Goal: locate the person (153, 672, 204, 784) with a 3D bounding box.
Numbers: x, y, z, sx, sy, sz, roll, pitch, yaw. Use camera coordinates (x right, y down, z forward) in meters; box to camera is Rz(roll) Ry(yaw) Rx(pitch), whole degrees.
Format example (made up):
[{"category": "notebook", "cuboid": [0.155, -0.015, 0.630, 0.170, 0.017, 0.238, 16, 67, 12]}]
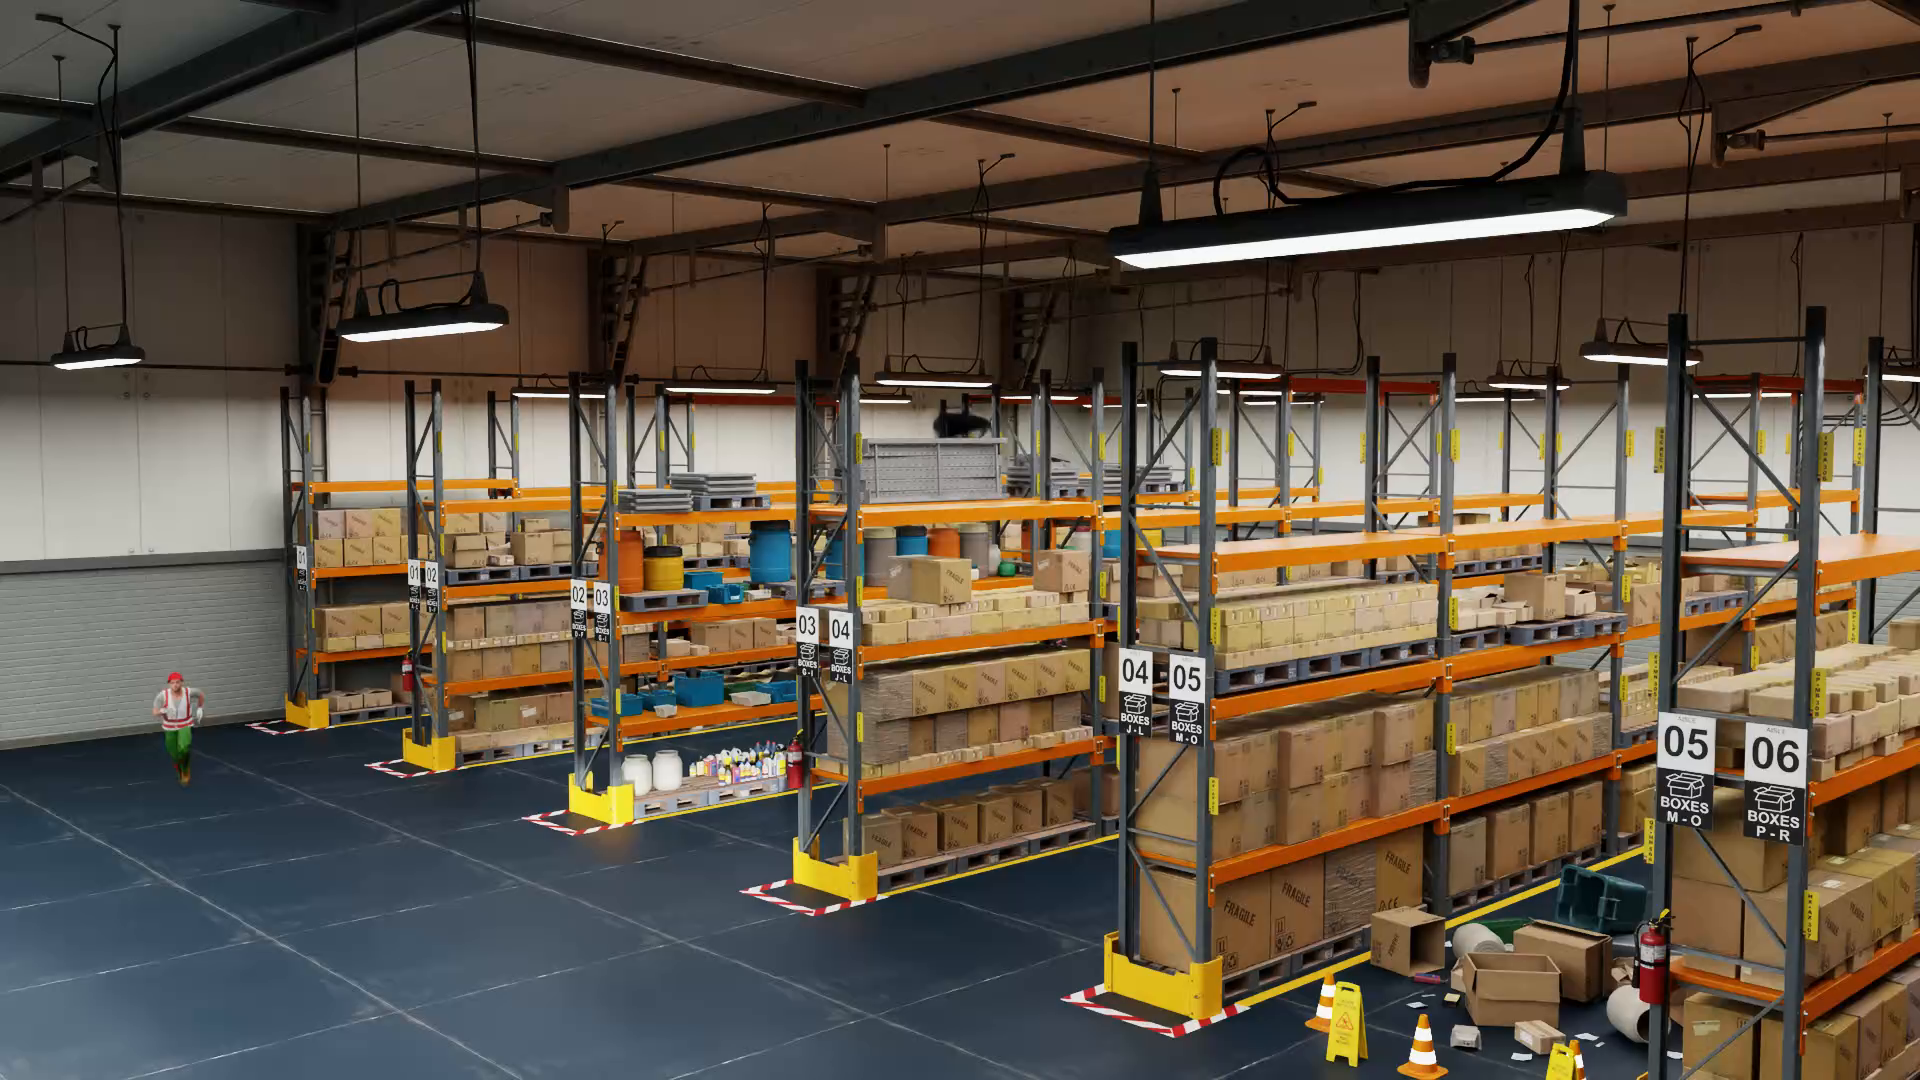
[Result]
[{"category": "person", "cuboid": [-11.332, 2.741, 24.125, 0.631, 1.698, 0.862, -1, 4, -16]}]
